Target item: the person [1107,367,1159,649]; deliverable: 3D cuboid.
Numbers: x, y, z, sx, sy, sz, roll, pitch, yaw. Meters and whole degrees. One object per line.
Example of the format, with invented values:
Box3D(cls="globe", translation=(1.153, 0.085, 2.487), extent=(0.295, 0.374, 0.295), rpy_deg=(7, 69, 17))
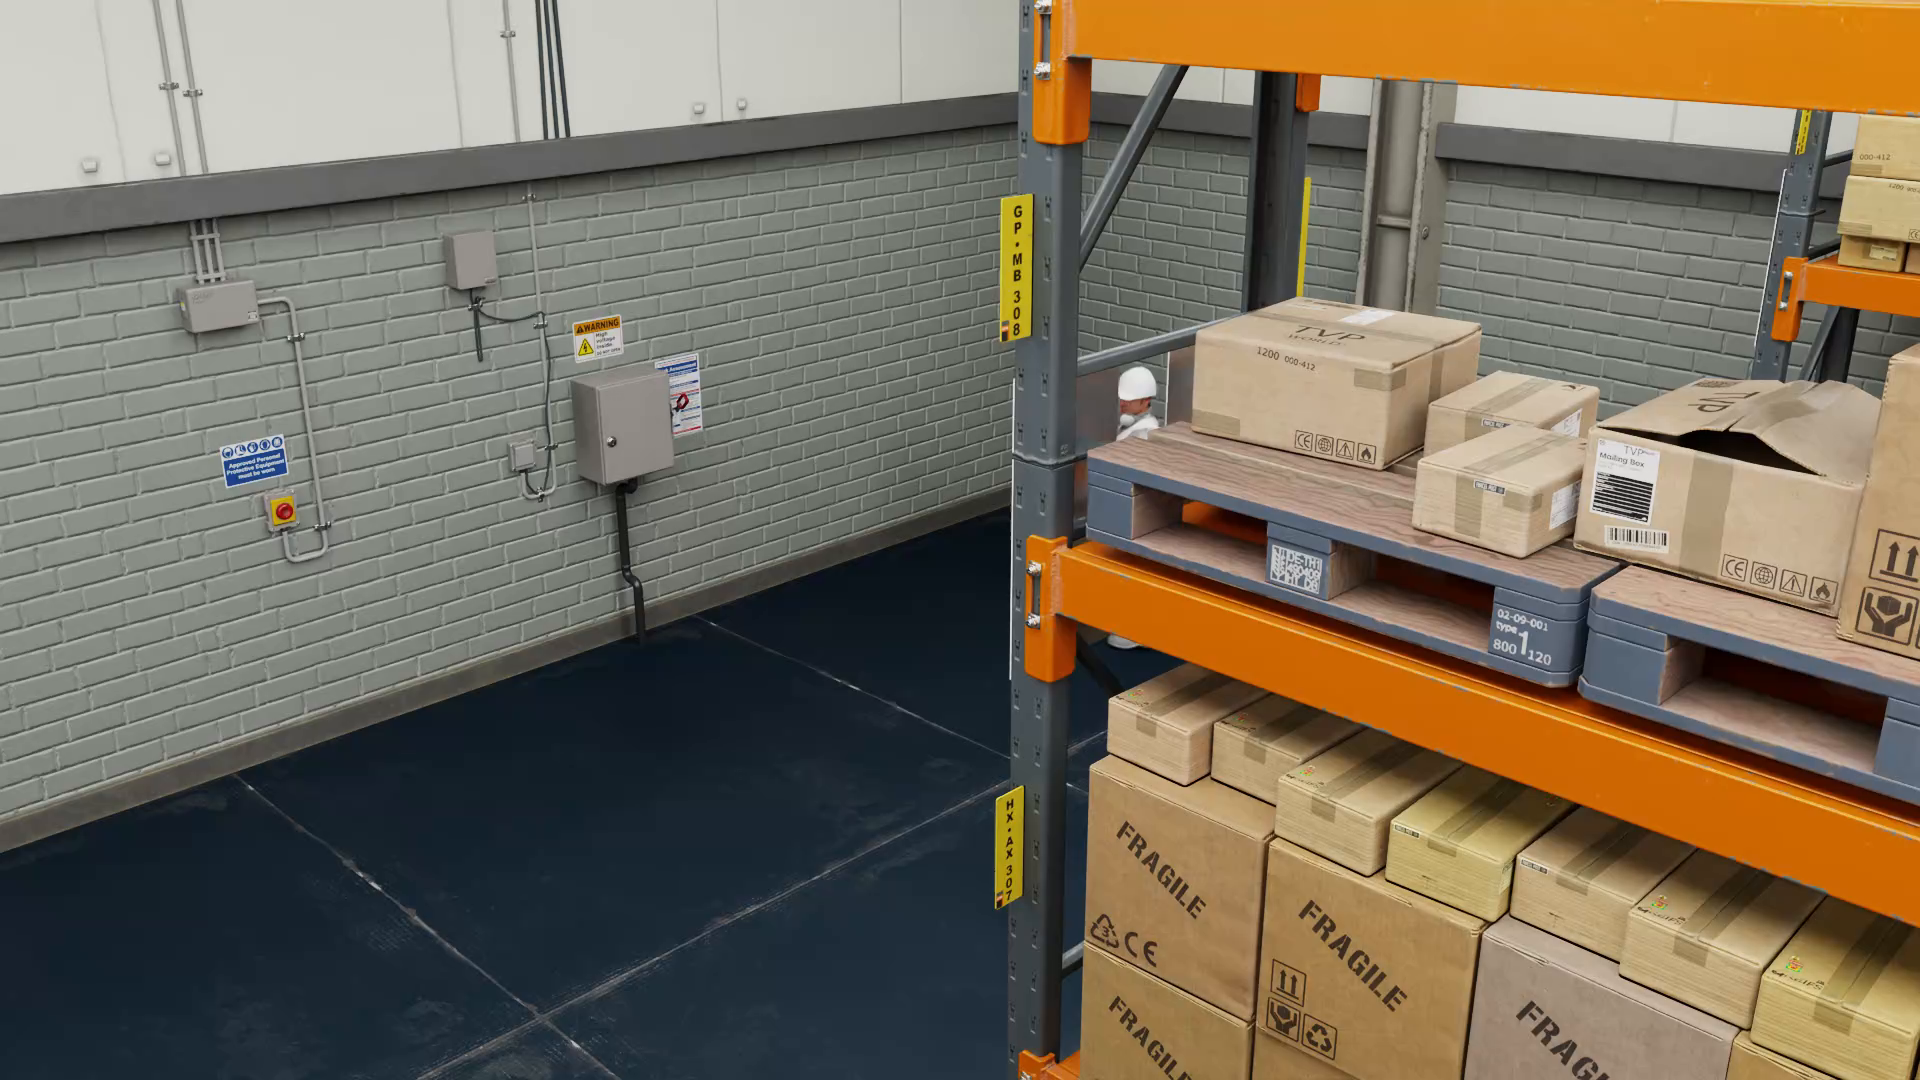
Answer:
Box3D(cls="person", translation=(1.088, -0.207, 10.043), extent=(0.473, 1.764, 0.694), rpy_deg=(1, 20, 3))
